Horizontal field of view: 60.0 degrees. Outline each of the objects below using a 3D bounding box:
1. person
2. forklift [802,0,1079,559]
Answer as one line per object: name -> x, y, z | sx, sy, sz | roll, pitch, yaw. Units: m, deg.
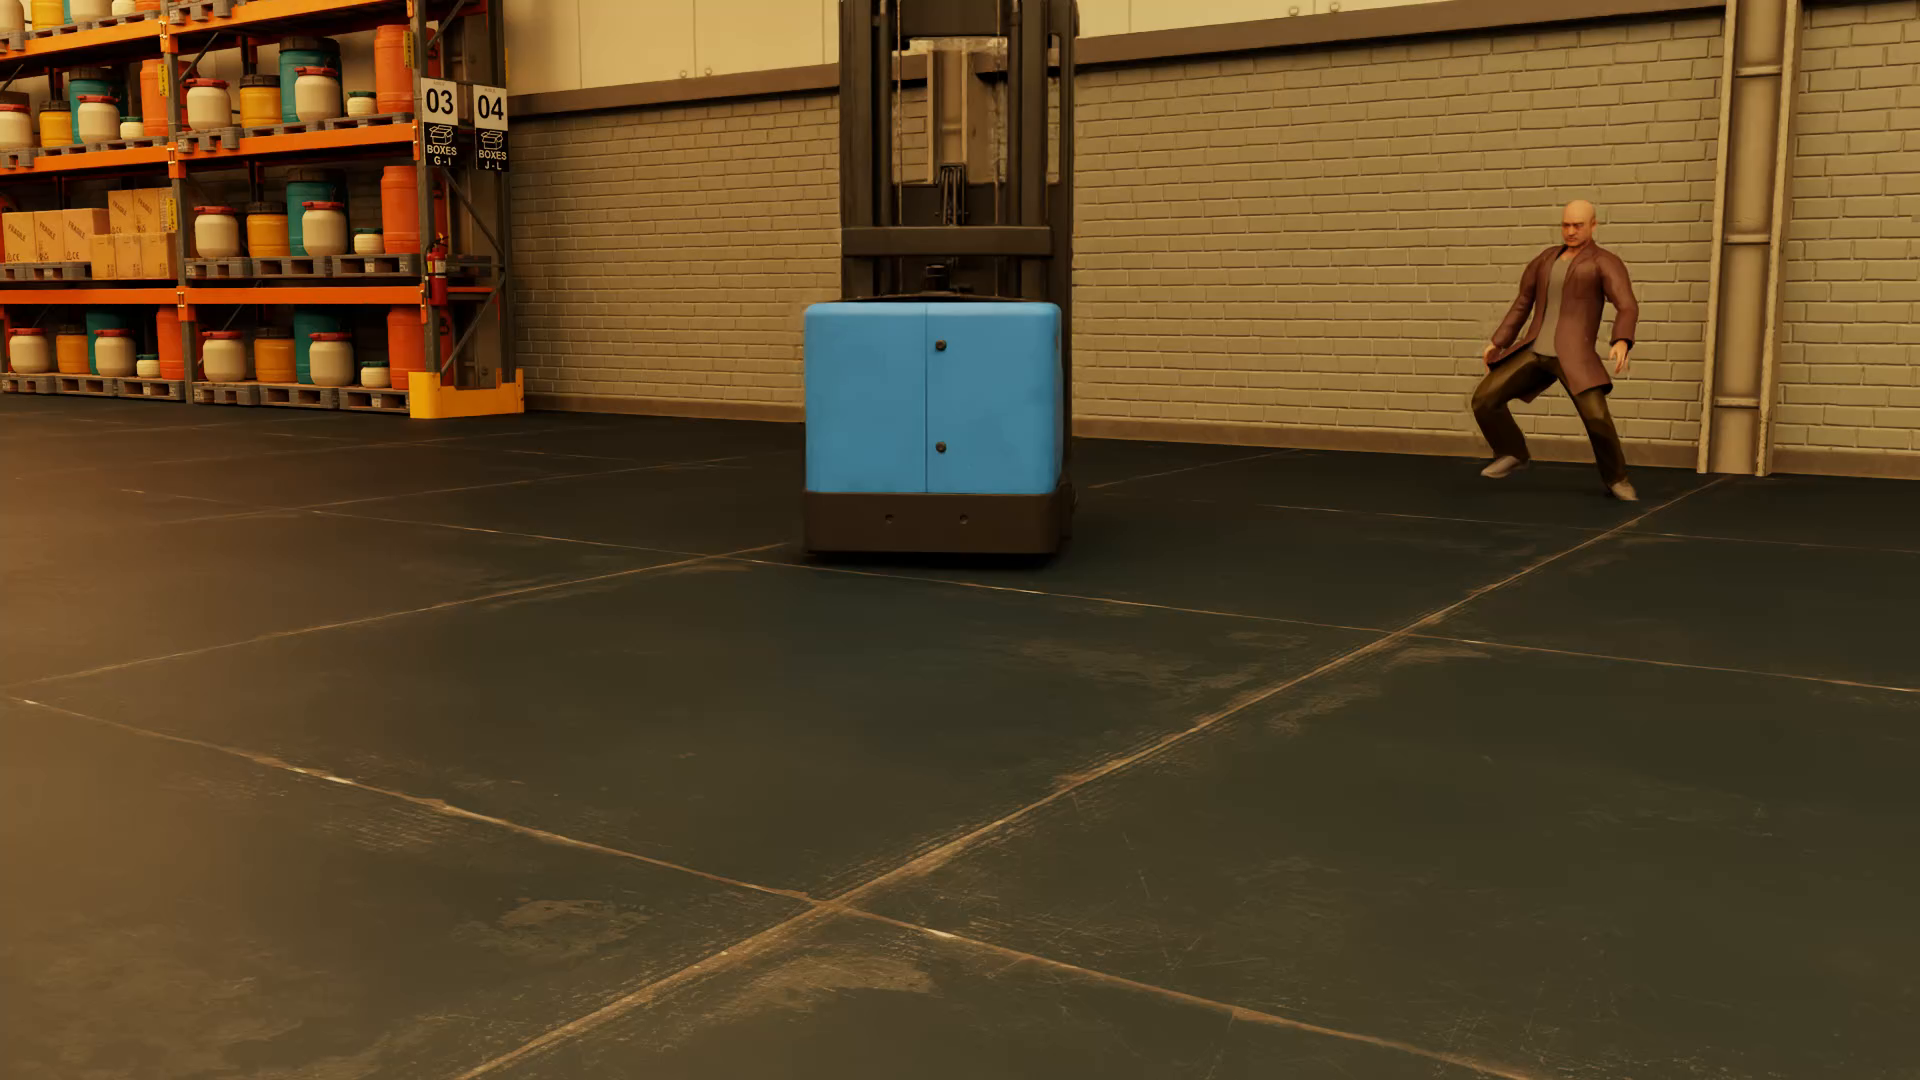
person -> 3.372, -1.060, 9.303 | 0.665, 1.656, 0.988 | -6, 10, -35
forklift -> 0.008, -1.541, 8.029 | 1.130, 2.935, 3.031 | 1, 8, 5
